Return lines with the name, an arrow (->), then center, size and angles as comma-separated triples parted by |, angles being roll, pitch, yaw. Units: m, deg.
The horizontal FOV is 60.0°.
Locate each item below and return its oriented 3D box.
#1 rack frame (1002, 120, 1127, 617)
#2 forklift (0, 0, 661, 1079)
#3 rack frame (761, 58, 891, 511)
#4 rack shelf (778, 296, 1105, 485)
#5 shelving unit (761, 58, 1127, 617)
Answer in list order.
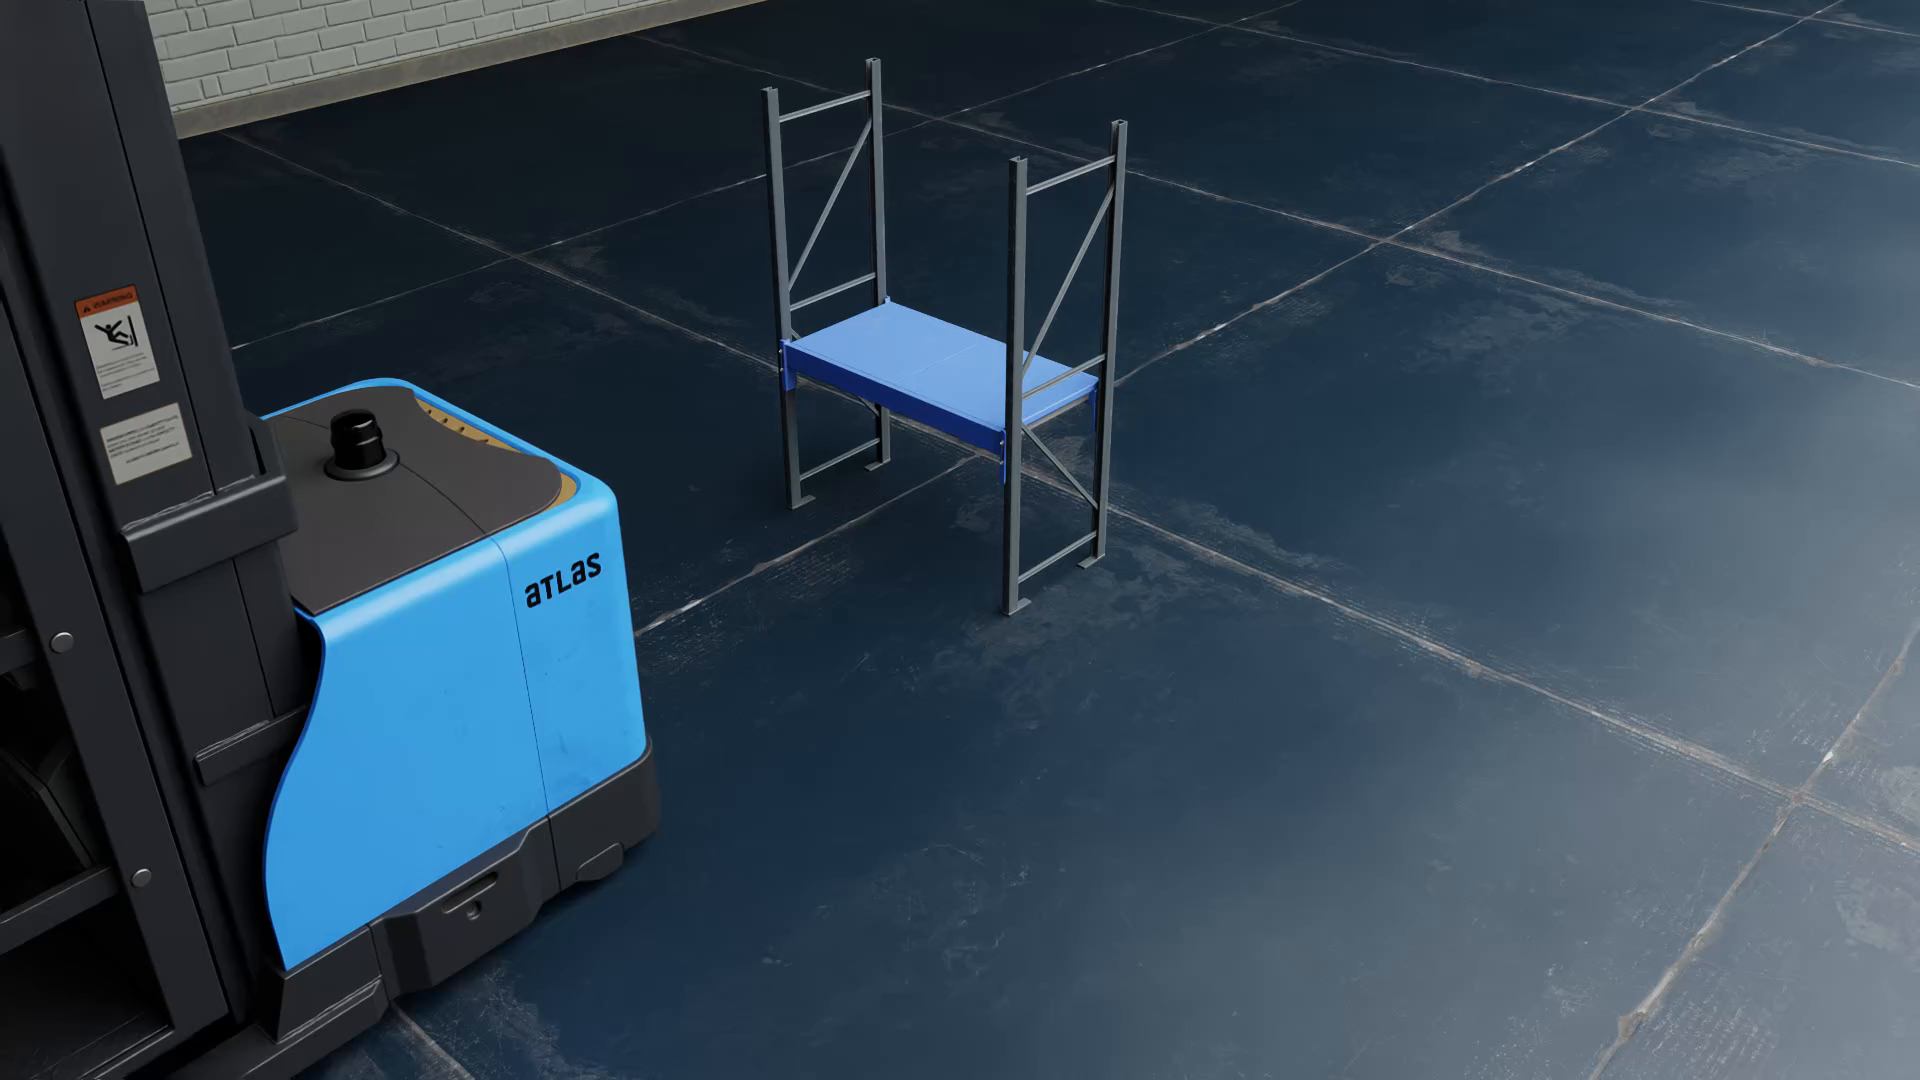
rack frame -> 0.314, -0.496, 5.120 | 0.032, 1.500, 0.500 | 25, 39, 35
forklift -> -2.140, -0.054, 2.998 | 1.130, 2.935, 3.031 | 24, 39, 34
rack frame -> -0.440, -0.848, 5.704 | 0.032, 1.500, 0.500 | 25, 39, 35
rack shelf -> -0.063, -0.518, 5.505 | 1.000, 0.185, 0.538 | 25, 39, 35
shelving unit -> -0.063, -0.672, 5.412 | 1.048, 1.500, 0.538 | 25, 39, 35
